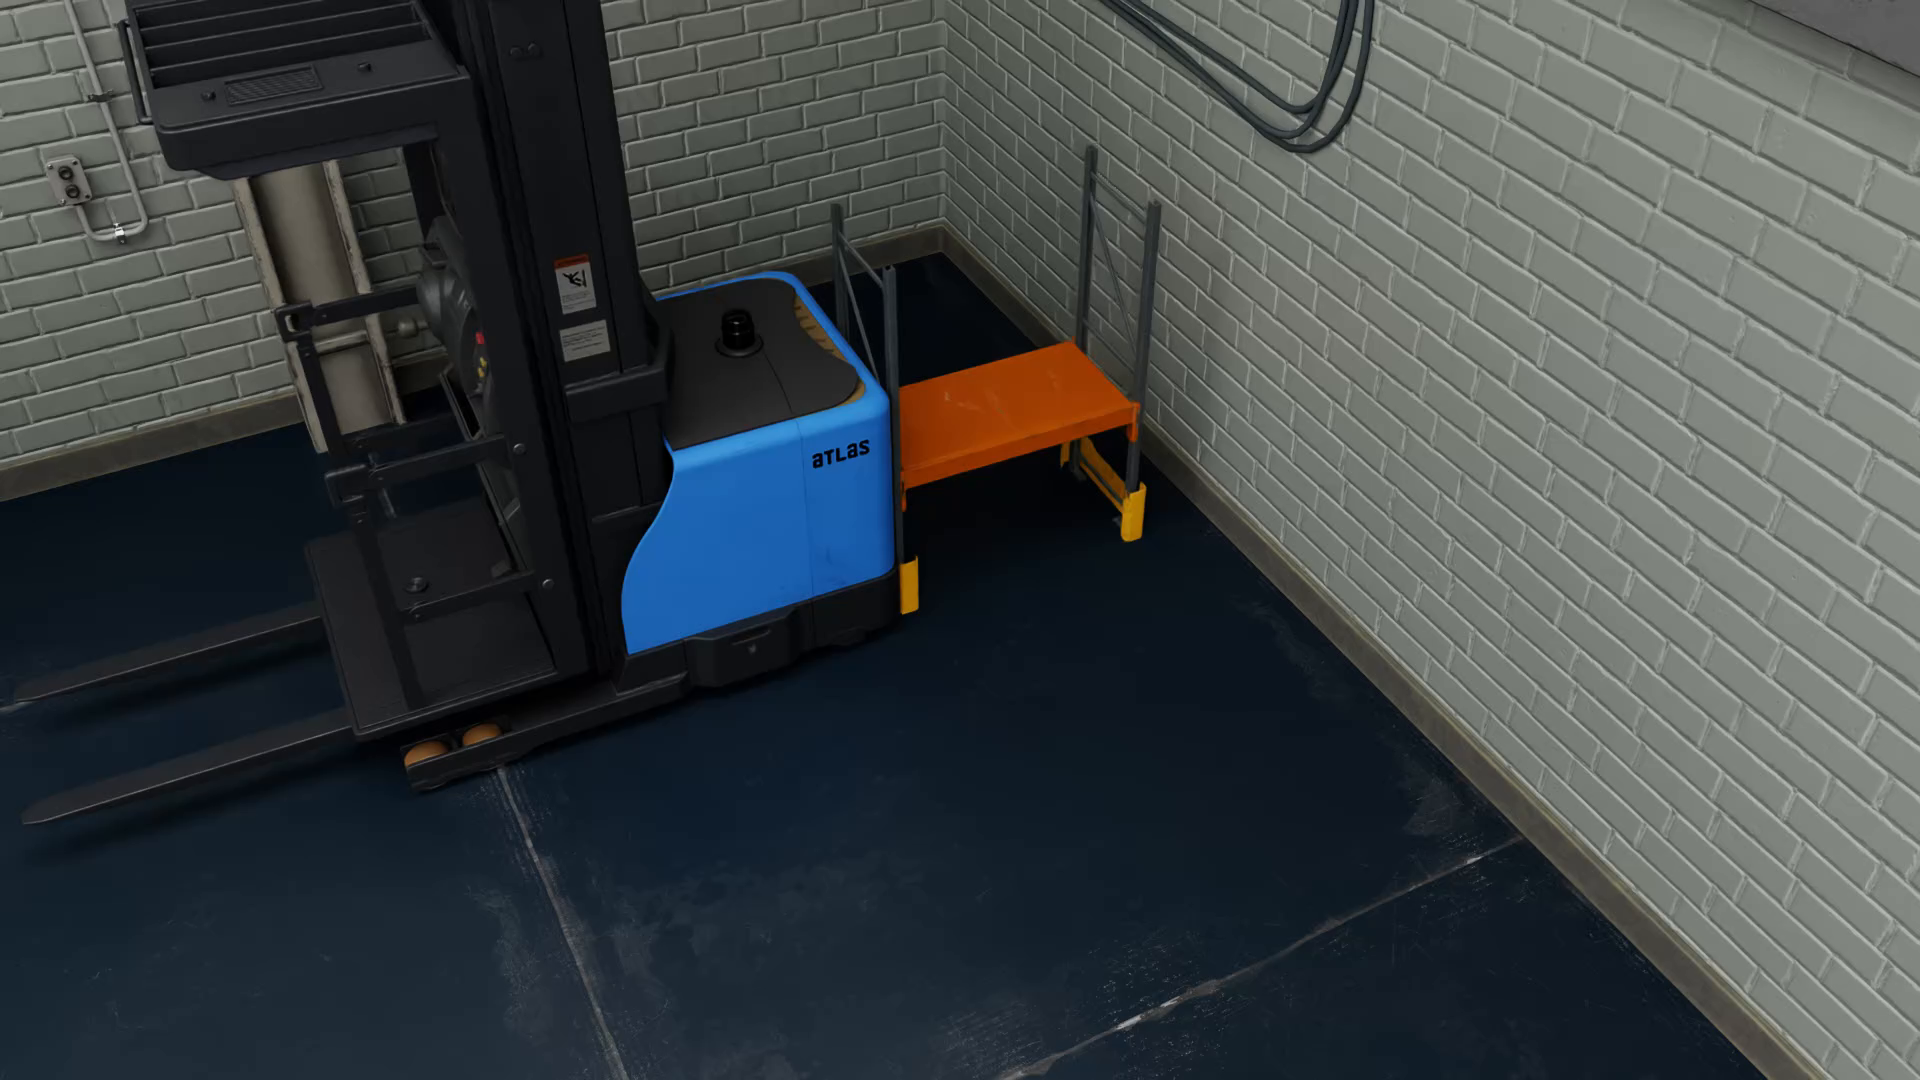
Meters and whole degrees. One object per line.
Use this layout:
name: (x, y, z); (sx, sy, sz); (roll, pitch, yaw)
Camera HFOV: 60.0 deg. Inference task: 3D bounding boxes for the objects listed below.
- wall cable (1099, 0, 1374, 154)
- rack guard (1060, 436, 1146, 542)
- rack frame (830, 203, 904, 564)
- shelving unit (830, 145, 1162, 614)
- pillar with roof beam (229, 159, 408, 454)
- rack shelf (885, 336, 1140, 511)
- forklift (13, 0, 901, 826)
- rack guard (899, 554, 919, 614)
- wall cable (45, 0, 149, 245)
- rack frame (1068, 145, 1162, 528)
wall cable: (0.513, -2.951, 5.674); (0.112, 2.526, 3.097); (-19, 44, -21)
rack guard: (0.584, -0.265, 6.870); (0.087, 0.250, 0.587); (-17, 43, -19)
rack frame: (-0.332, -0.460, 6.132); (0.032, 1.500, 0.500); (-17, 43, -19)
shelving unit: (0.135, -0.604, 6.302); (1.083, 1.500, 0.587); (-17, 43, -19)
pillar with roof beam: (-0.685, -1.487, 1.542); (0.400, 9.000, 9.100); (-19, 44, -21)
rack shelf: (0.126, -0.464, 6.416); (1.000, 0.185, 0.538); (-17, 43, -19)
forklift: (-1.783, -0.652, 5.252); (3.031, 2.935, 1.130); (-17, 43, -19)
rack guard: (-0.315, 0.012, 6.542); (0.087, 0.250, 0.587); (-17, 43, -19)
wall cable: (-3.970, -1.675, 5.620); (1.851, 1.984, 0.084); (-19, 44, -21)
rack frame: (0.585, -0.743, 6.467); (0.032, 1.500, 0.500); (-17, 43, -19)
